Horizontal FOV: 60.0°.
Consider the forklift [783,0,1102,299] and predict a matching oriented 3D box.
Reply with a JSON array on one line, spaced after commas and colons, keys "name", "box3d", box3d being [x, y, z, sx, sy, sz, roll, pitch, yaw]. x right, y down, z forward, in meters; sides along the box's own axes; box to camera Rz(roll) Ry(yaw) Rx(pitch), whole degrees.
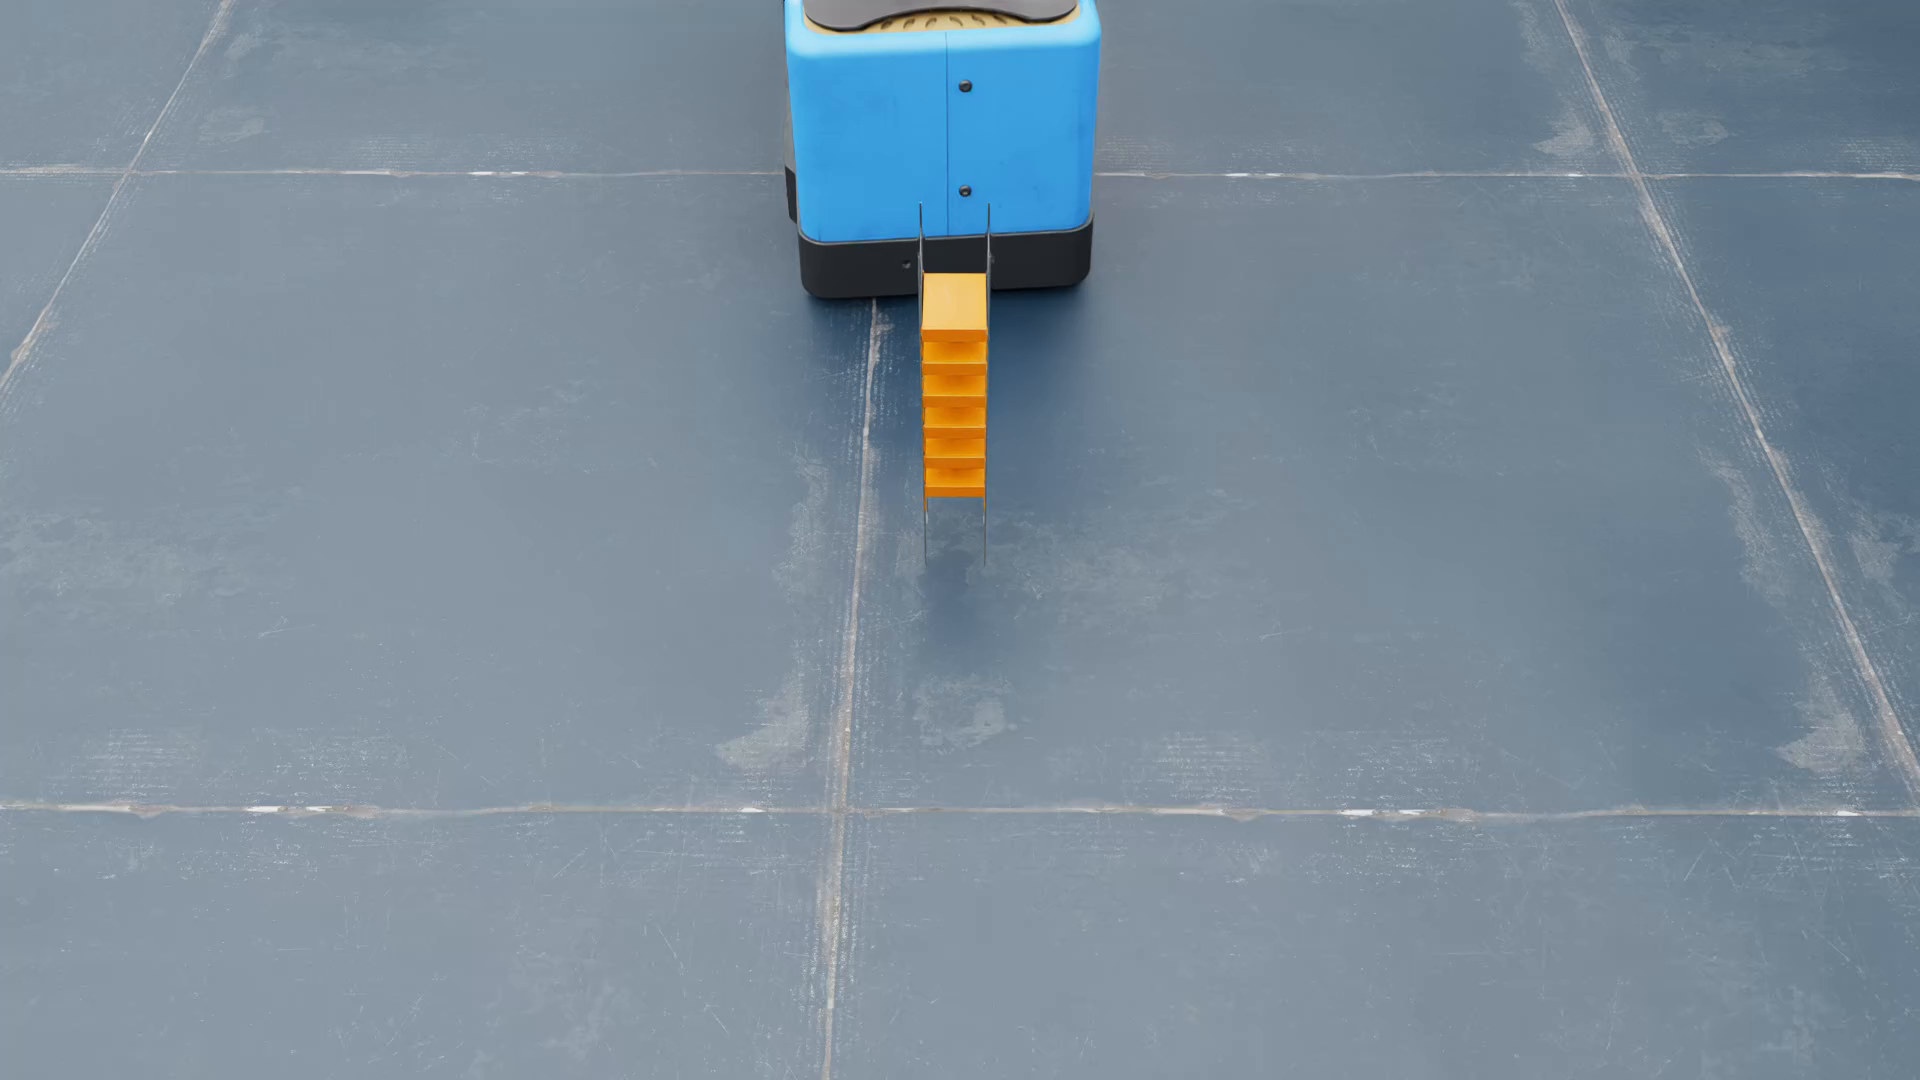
[{"name": "forklift", "box3d": [-0.171, -2.945, 5.988, 1.130, 2.935, 3.031, -4, 47, -3]}]

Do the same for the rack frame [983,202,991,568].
[{"name": "rack frame", "box3d": [0.077, -0.409, 4.811, 0.006, 1.200, 0.240, 0, 47, 0]}]

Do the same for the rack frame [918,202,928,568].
[{"name": "rack frame", "box3d": [-0.106, -0.409, 4.811, 0.006, 1.200, 0.240, 0, 47, 0]}]

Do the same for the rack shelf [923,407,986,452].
[{"name": "rack shelf", "box3d": [-0.014, -0.379, 4.843, 0.180, 0.103, 0.258, 0, 47, 0]}]

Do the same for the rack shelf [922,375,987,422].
[{"name": "rack shelf", "box3d": [-0.014, -0.460, 4.756, 0.180, 0.103, 0.258, 0, 47, 0]}]

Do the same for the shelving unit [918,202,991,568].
[{"name": "shelving unit", "box3d": [-0.014, -0.409, 4.811, 0.189, 1.200, 0.258, 0, 47, 0]}]

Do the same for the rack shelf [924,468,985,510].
[{"name": "rack shelf", "box3d": [-0.014, -0.215, 5.019, 0.180, 0.103, 0.258, 0, 47, 0]}]

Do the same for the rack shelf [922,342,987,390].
[{"name": "rack shelf", "box3d": [-0.014, -0.542, 4.668, 0.180, 0.103, 0.258, 0, 47, 0]}]

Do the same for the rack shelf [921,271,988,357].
[{"name": "rack shelf", "box3d": [-0.014, -0.624, 4.580, 0.180, 0.103, 0.258, 0, 47, 0]}]

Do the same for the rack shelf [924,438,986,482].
[{"name": "rack shelf", "box3d": [-0.014, -0.297, 4.931, 0.180, 0.103, 0.258, 0, 47, 0]}]
